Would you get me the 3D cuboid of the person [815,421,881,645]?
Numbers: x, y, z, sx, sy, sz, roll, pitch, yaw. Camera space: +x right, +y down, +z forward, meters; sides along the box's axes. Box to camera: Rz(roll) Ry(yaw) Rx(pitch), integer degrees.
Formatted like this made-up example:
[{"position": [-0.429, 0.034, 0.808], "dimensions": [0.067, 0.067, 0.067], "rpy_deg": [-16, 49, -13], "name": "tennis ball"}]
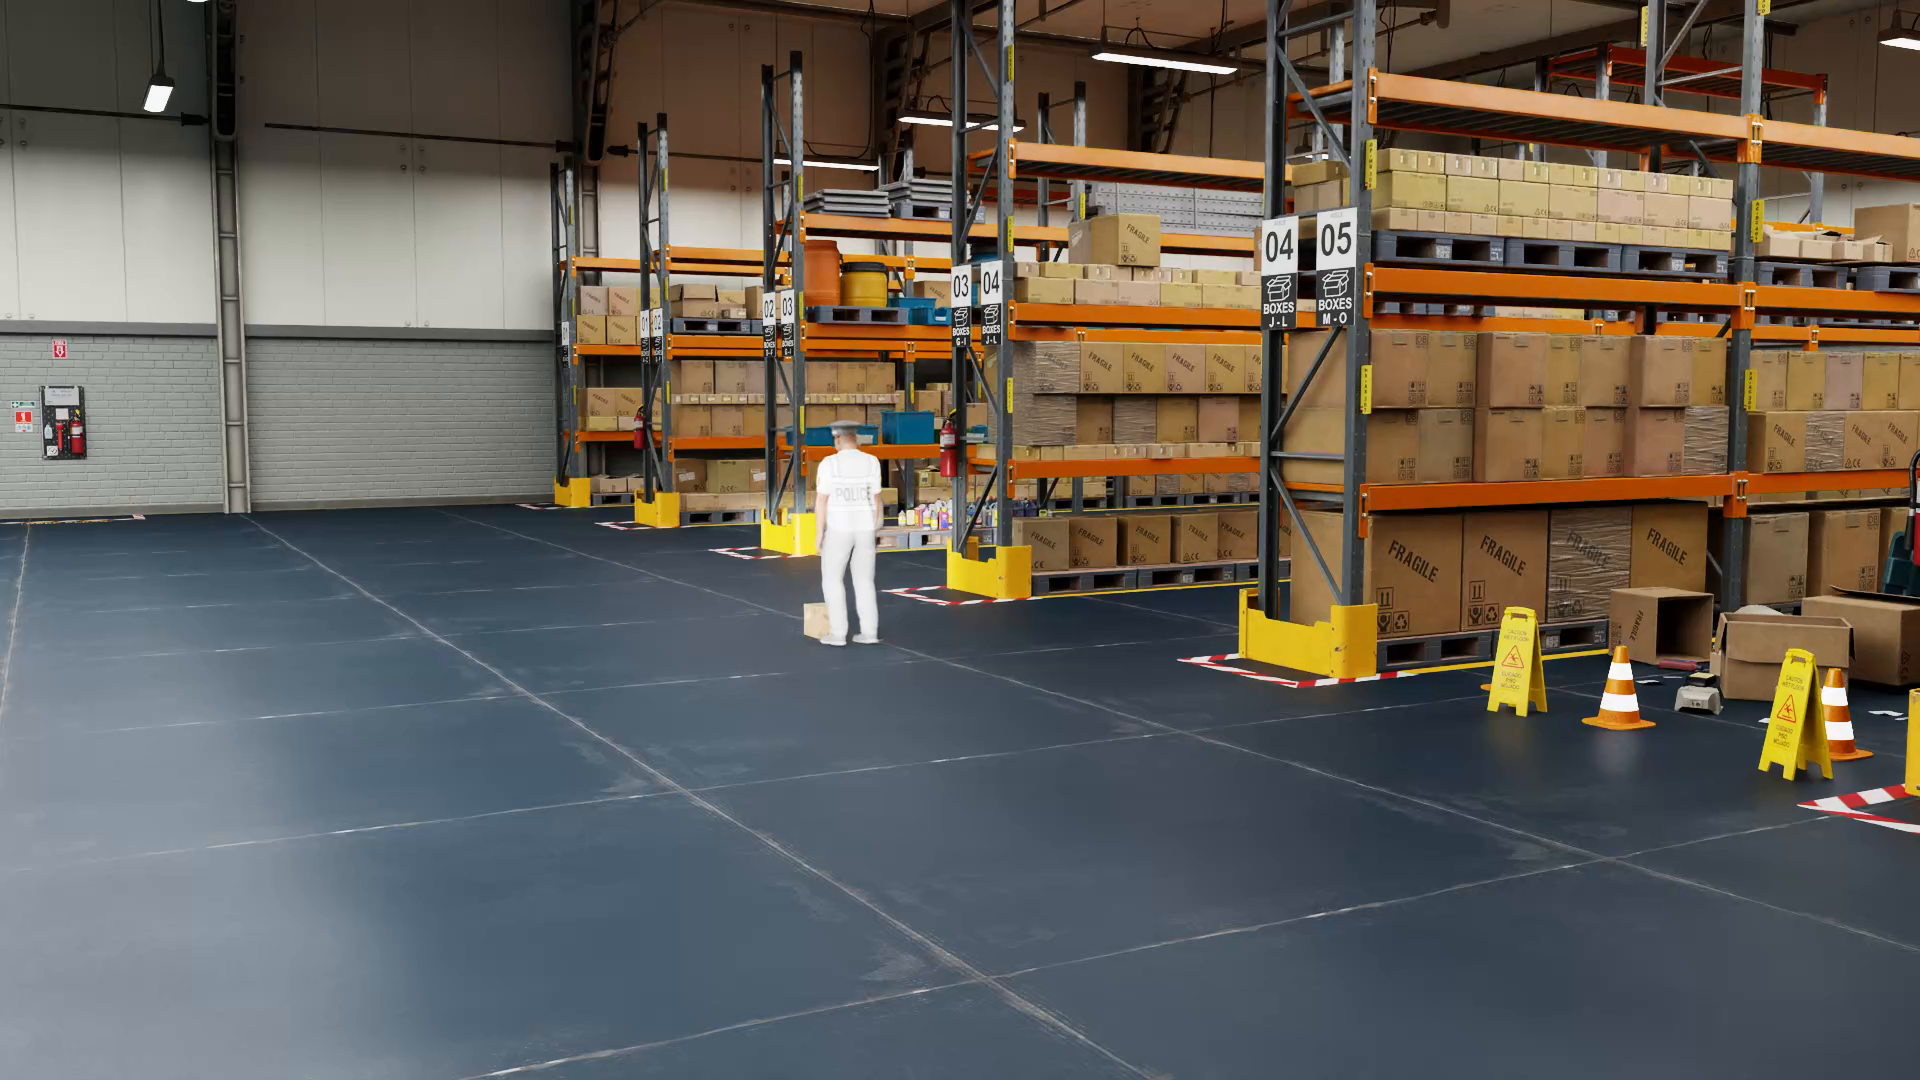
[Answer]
[{"position": [-0.882, -0.050, 12.912], "dimensions": [0.530, 1.746, 0.391], "rpy_deg": [-3, 6, -28], "name": "person"}]
